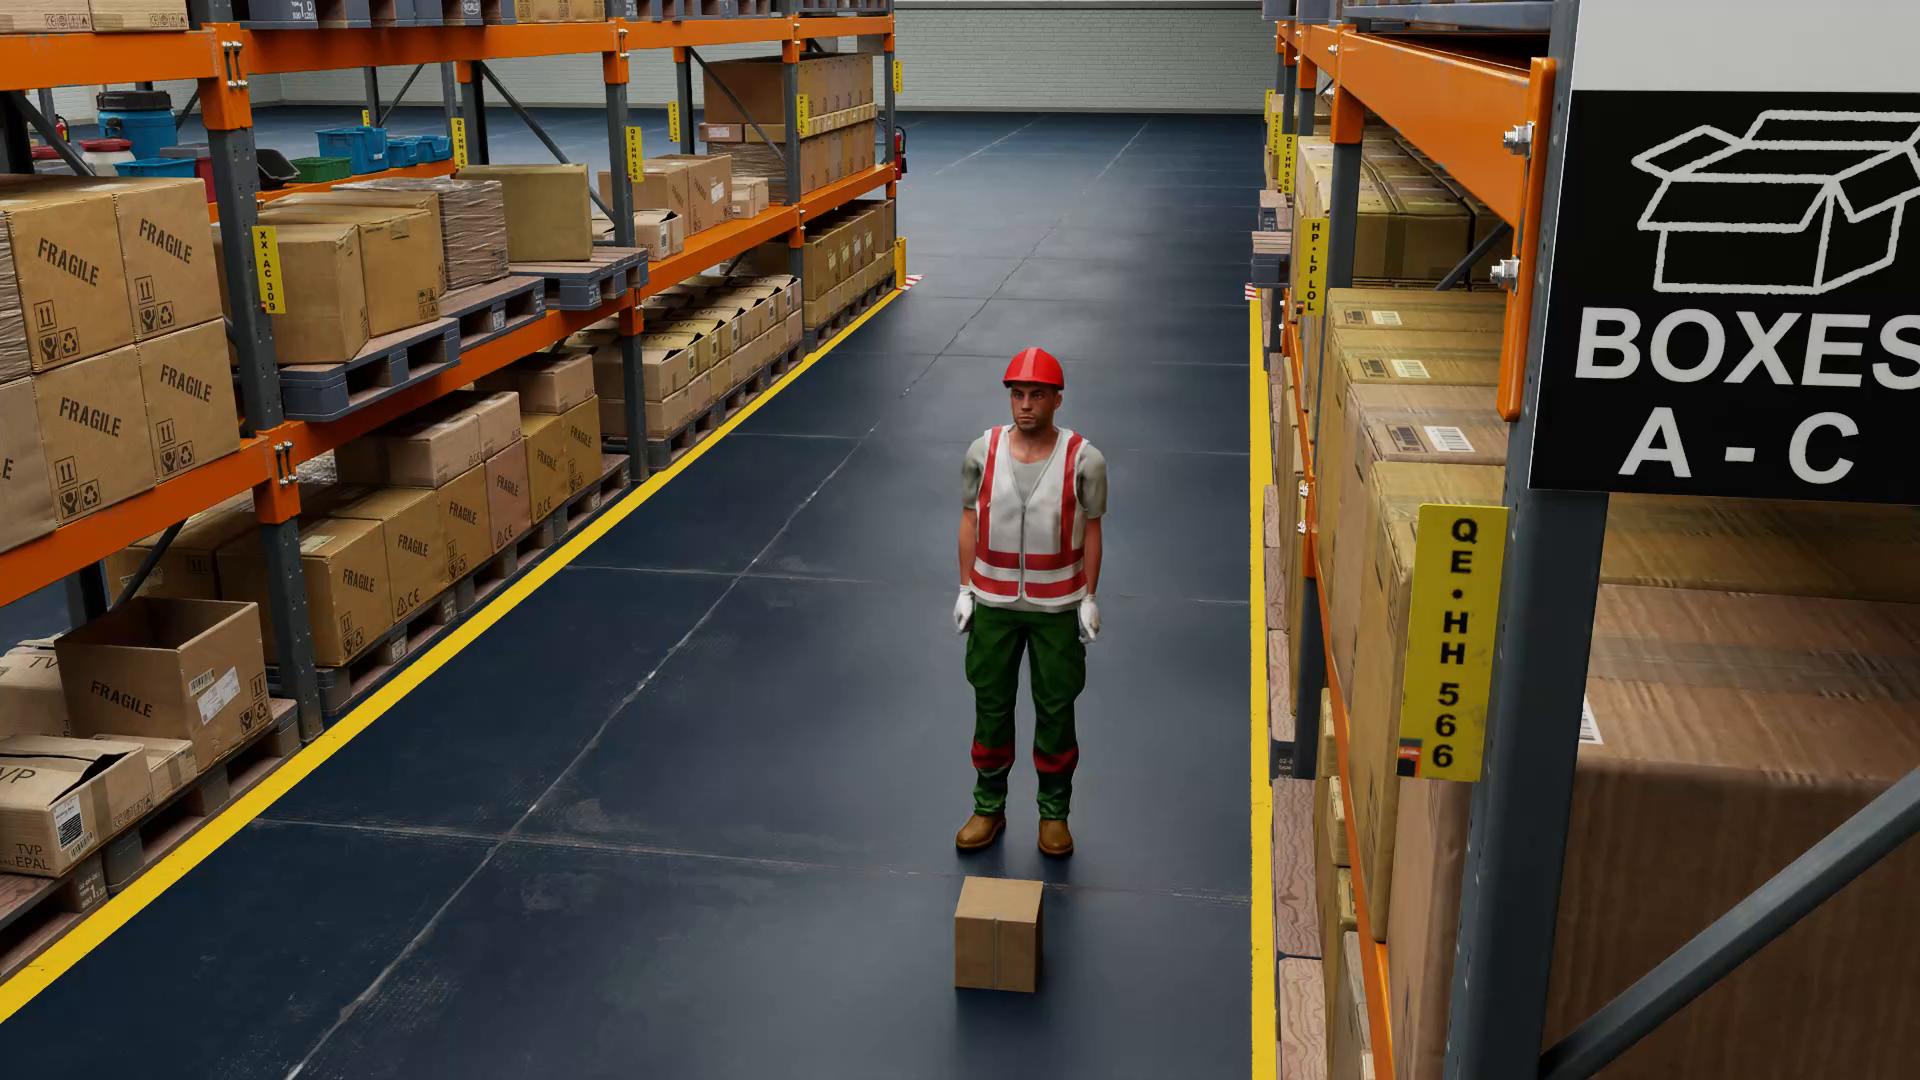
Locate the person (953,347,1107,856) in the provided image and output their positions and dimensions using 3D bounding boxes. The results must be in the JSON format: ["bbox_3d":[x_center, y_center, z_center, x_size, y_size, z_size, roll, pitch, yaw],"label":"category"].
[{"bbox_3d":[0.232,0.226,5.802,0.528,1.794,0.386,3,18,9],"label":"person"}]
